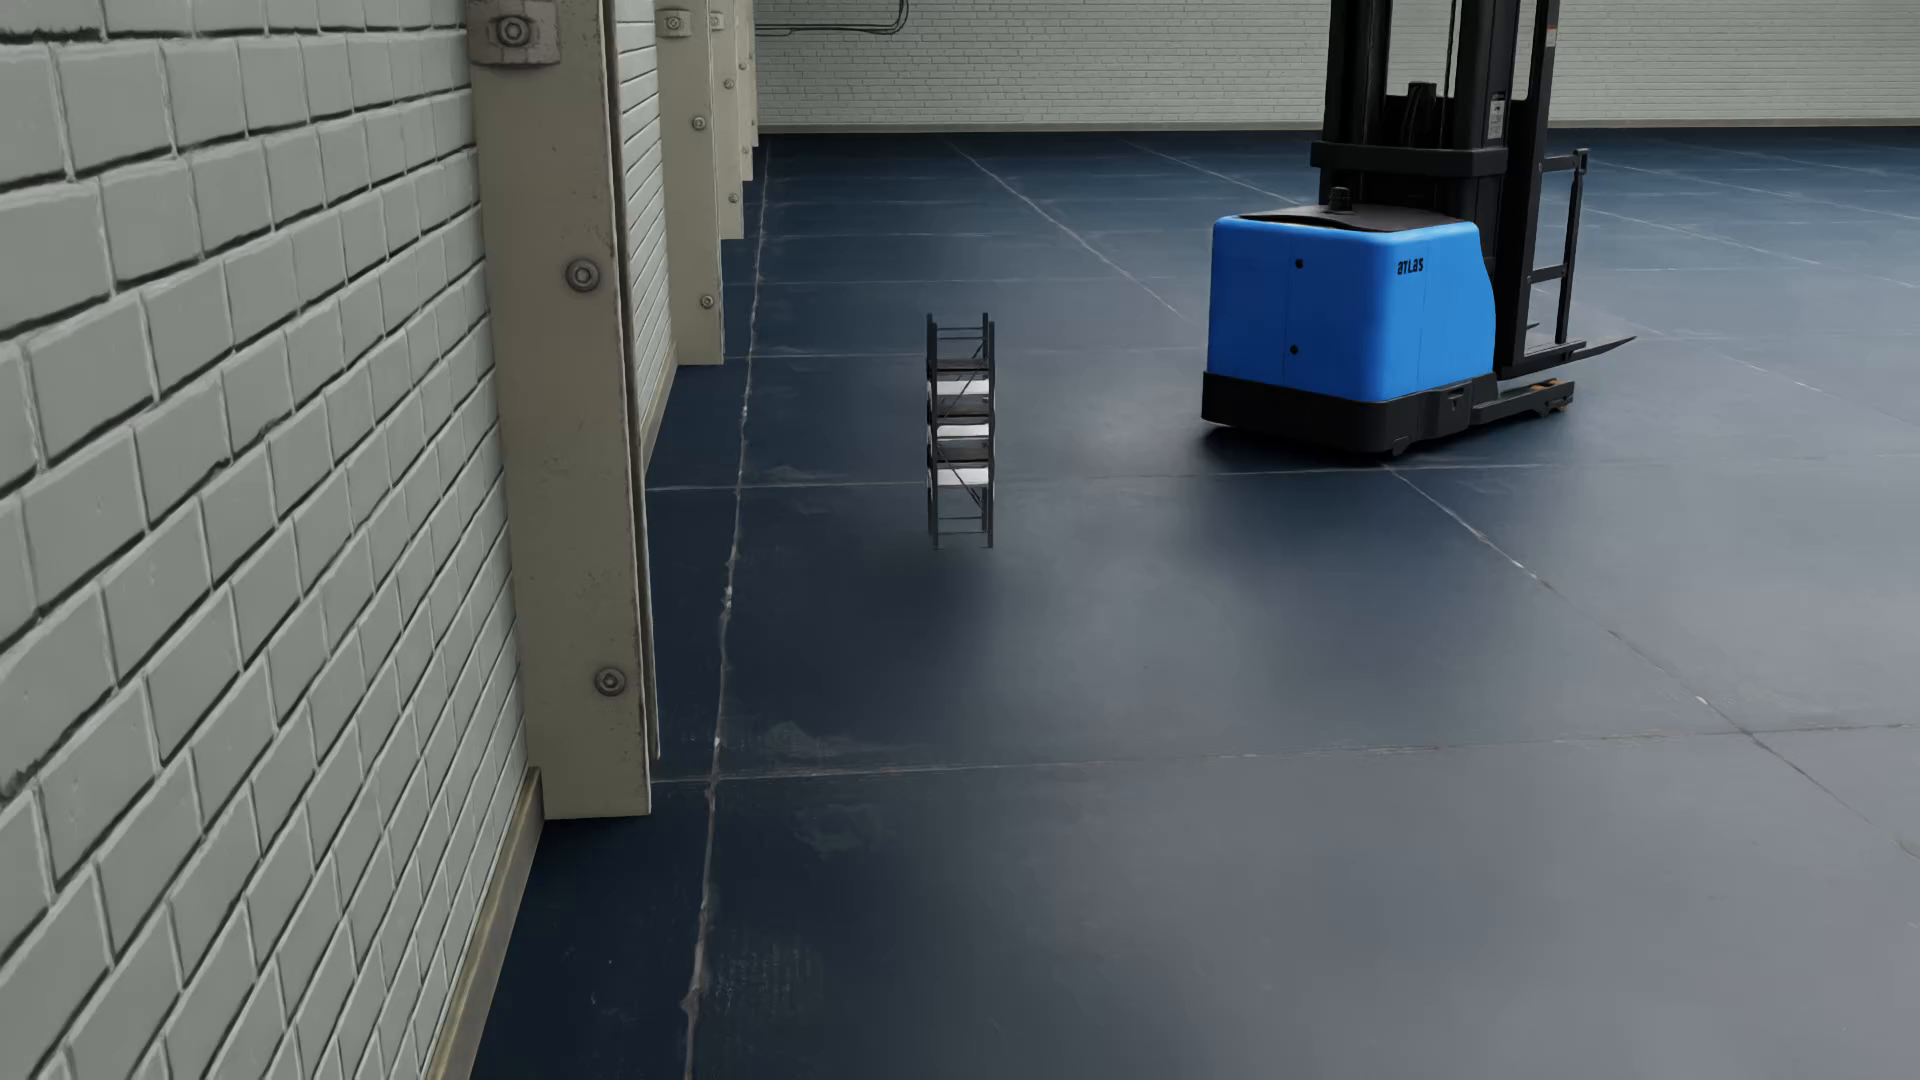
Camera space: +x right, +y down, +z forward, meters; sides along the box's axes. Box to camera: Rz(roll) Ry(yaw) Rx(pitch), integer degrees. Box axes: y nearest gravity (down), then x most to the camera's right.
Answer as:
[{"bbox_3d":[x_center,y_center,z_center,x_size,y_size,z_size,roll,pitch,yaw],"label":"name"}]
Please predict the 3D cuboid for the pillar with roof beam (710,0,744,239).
[{"bbox_3d":[2.054,-7.333,15.012,9.100,9.000,0.400,-2,18,-6],"label":"pillar with roof beam"}]

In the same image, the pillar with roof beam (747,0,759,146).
[{"bbox_3d":[0.817,-10.908,26.400,9.100,9.000,0.400,-2,18,-6],"label":"pillar with roof beam"}]

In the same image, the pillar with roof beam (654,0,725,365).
[{"bbox_3d":[2.673,-5.546,9.318,9.100,9.000,0.400,-2,18,-6],"label":"pillar with roof beam"}]

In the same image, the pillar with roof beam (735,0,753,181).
[{"bbox_3d":[1.436,-9.121,20.706,9.100,9.000,0.400,-2,18,-6],"label":"pillar with roof beam"}]

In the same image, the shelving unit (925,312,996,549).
[{"bbox_3d":[0.001,-0.427,6.535,0.258,0.900,0.210,-2,18,-6],"label":"shelving unit"}]

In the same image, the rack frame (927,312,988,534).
[{"bbox_3d":[-0.010,-0.457,6.631,0.240,0.900,0.006,-2,18,-6],"label":"rack frame"}]

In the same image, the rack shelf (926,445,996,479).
[{"bbox_3d":[0.001,-0.309,6.572,0.258,0.077,0.200,-2,18,-6],"label":"rack shelf"}]

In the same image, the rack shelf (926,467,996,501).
[{"bbox_3d":[0.001,-0.223,6.598,0.258,0.077,0.200,-2,18,-6],"label":"rack shelf"}]

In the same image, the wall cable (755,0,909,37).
[{"bbox_3d":[-2.454,-10.213,29.367,3.097,2.526,0.112,-2,18,-6],"label":"wall cable"}]

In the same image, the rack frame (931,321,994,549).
[{"bbox_3d":[0.011,-0.397,6.438,0.240,0.900,0.006,-2,18,-6],"label":"rack frame"}]

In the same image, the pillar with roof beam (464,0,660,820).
[{"bbox_3d":[3.292,-3.758,3.624,9.100,9.000,0.400,-2,18,-6],"label":"pillar with roof beam"}]

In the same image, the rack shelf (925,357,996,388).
[{"bbox_3d":[0.001,-0.653,6.464,0.258,0.077,0.200,-2,18,-6],"label":"rack shelf"}]

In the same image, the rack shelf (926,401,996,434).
[{"bbox_3d":[0.001,-0.481,6.518,0.258,0.077,0.200,-2,18,-6],"label":"rack shelf"}]

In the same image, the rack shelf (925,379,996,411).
[{"bbox_3d":[0.001,-0.567,6.491,0.258,0.077,0.200,-2,18,-6],"label":"rack shelf"}]

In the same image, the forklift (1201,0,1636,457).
[{"bbox_3d":[2.638,-2.146,8.618,3.031,2.935,1.130,-16,23,-41],"label":"forklift"}]

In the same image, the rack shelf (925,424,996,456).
[{"bbox_3d":[0.001,-0.395,6.545,0.258,0.077,0.200,-2,18,-6],"label":"rack shelf"}]
